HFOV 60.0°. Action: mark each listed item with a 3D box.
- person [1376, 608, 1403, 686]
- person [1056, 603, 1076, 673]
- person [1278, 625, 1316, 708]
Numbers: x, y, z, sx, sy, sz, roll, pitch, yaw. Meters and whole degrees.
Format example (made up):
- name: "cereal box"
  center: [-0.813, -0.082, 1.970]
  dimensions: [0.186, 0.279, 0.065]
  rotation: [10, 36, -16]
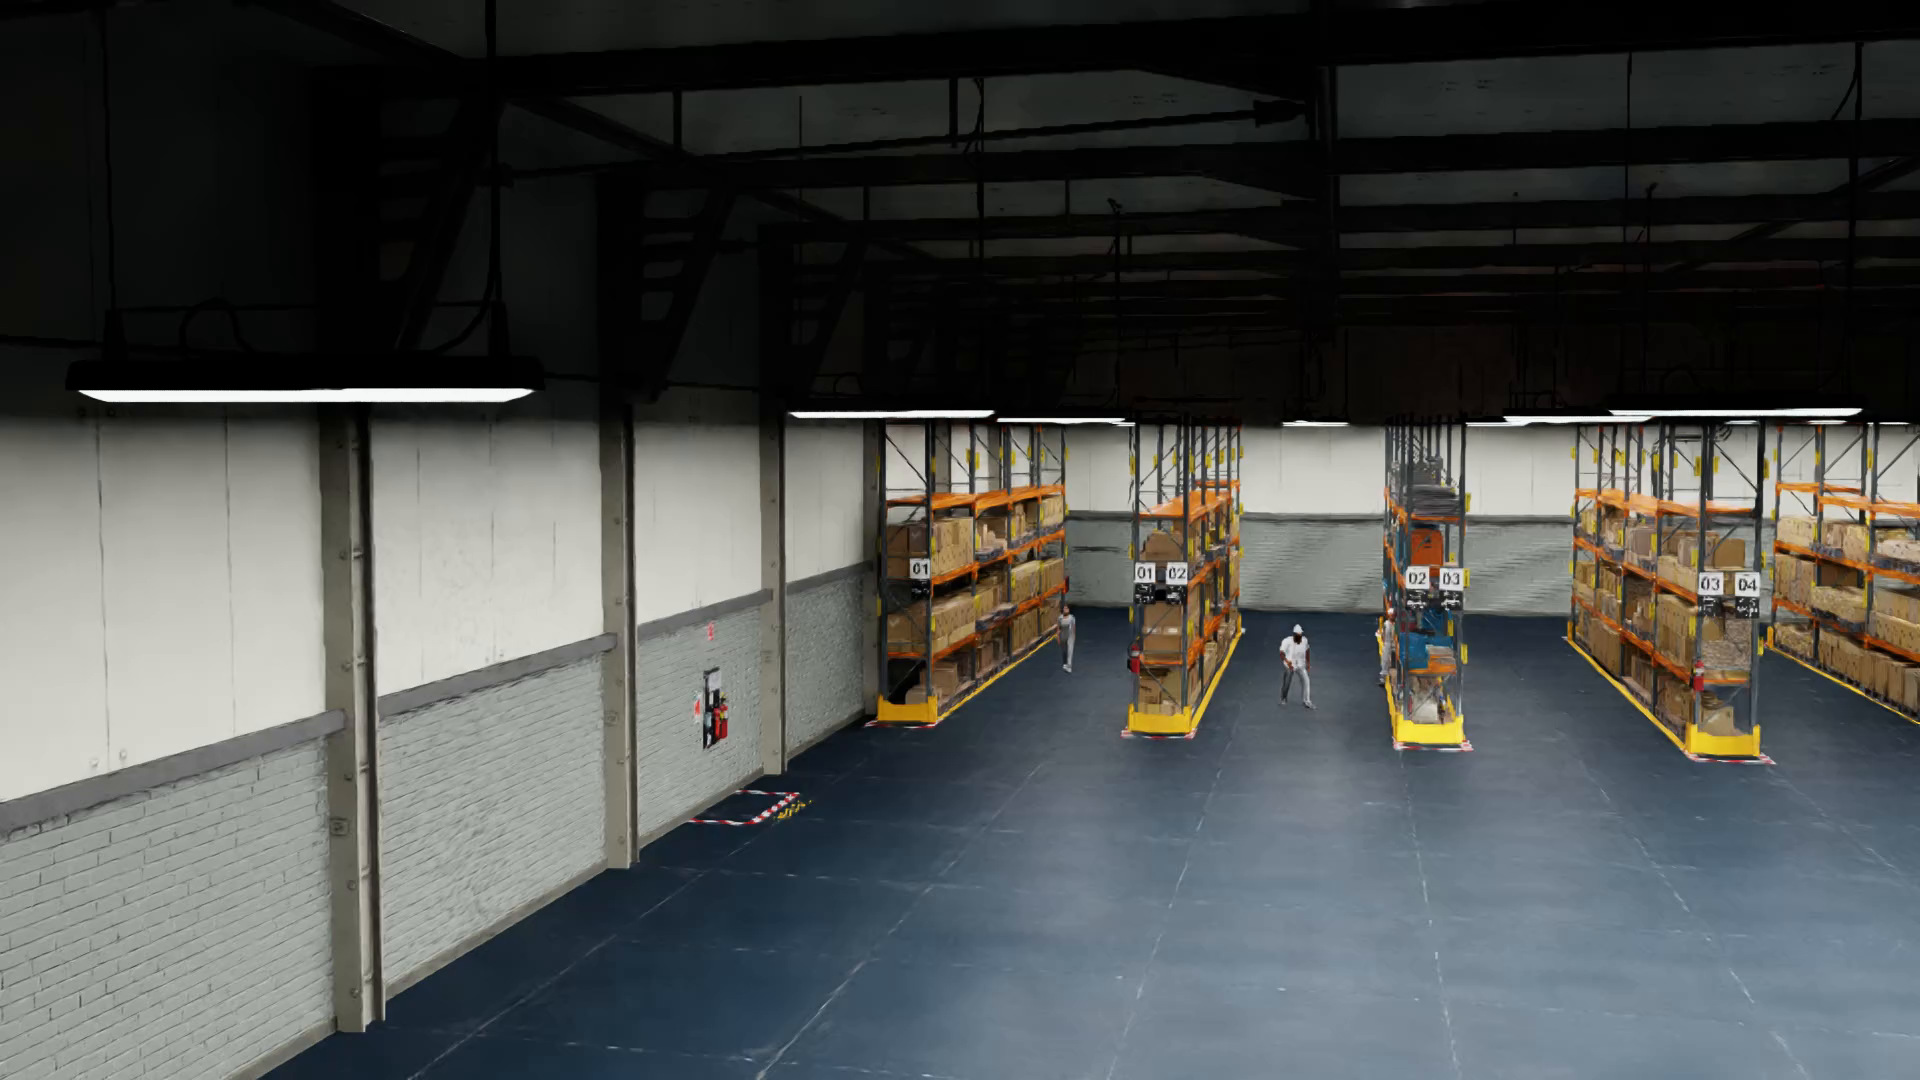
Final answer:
- name: "person"
  center: [9.614, 2.363, 36.887]
  dimensions: [0.594, 1.753, 0.996]
  rotation: [3, 5, 34]
- name: "person"
  center: [2.473, 2.272, 38.931]
  dimensions: [0.448, 1.586, 1.098]
  rotation: [1, 4, 10]
- name: "person"
  center: [6.857, 2.566, 34.027]
  dimensions: [0.710, 1.703, 0.836]
  rotation: [0, 4, -3]
